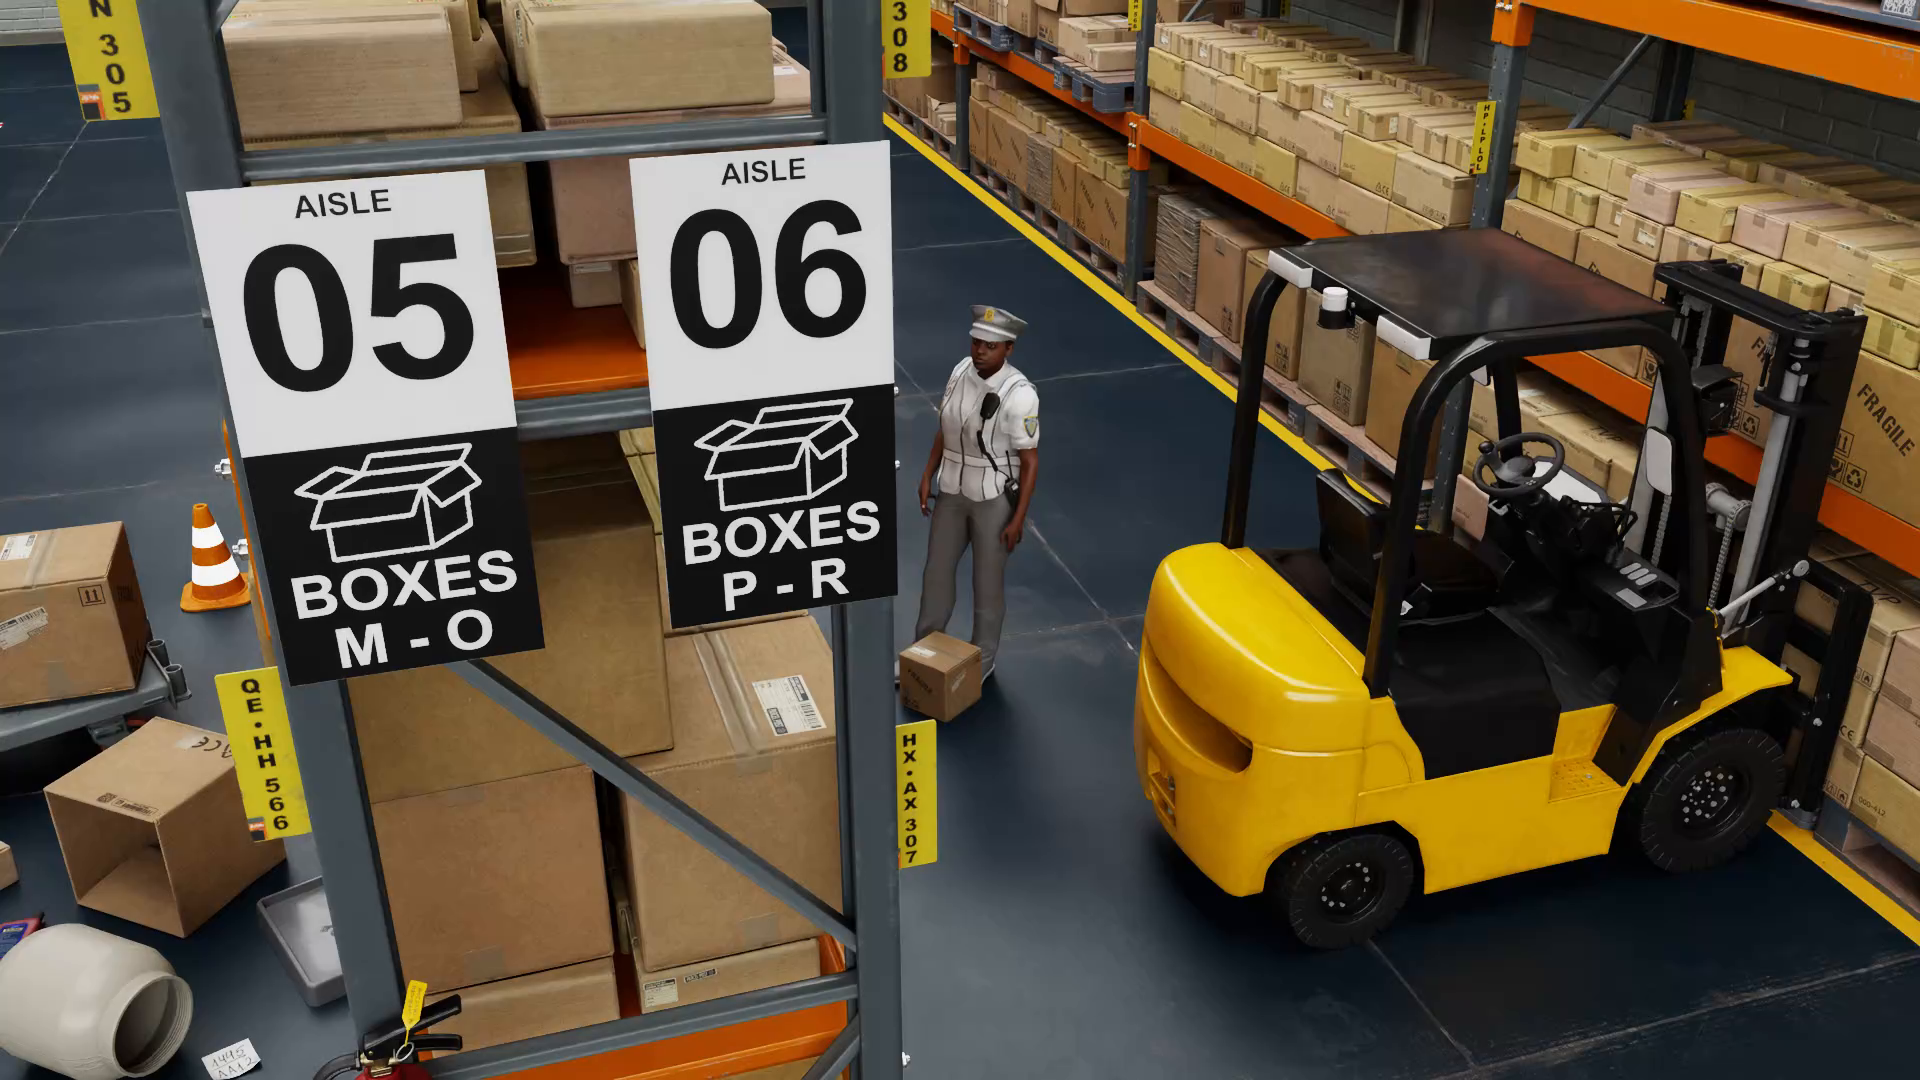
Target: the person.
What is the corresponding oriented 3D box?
[{"bbox_3d":[0.023,-0.156,6.870,0.569,1.695,0.529,20,33,35],"label":"person"}]
